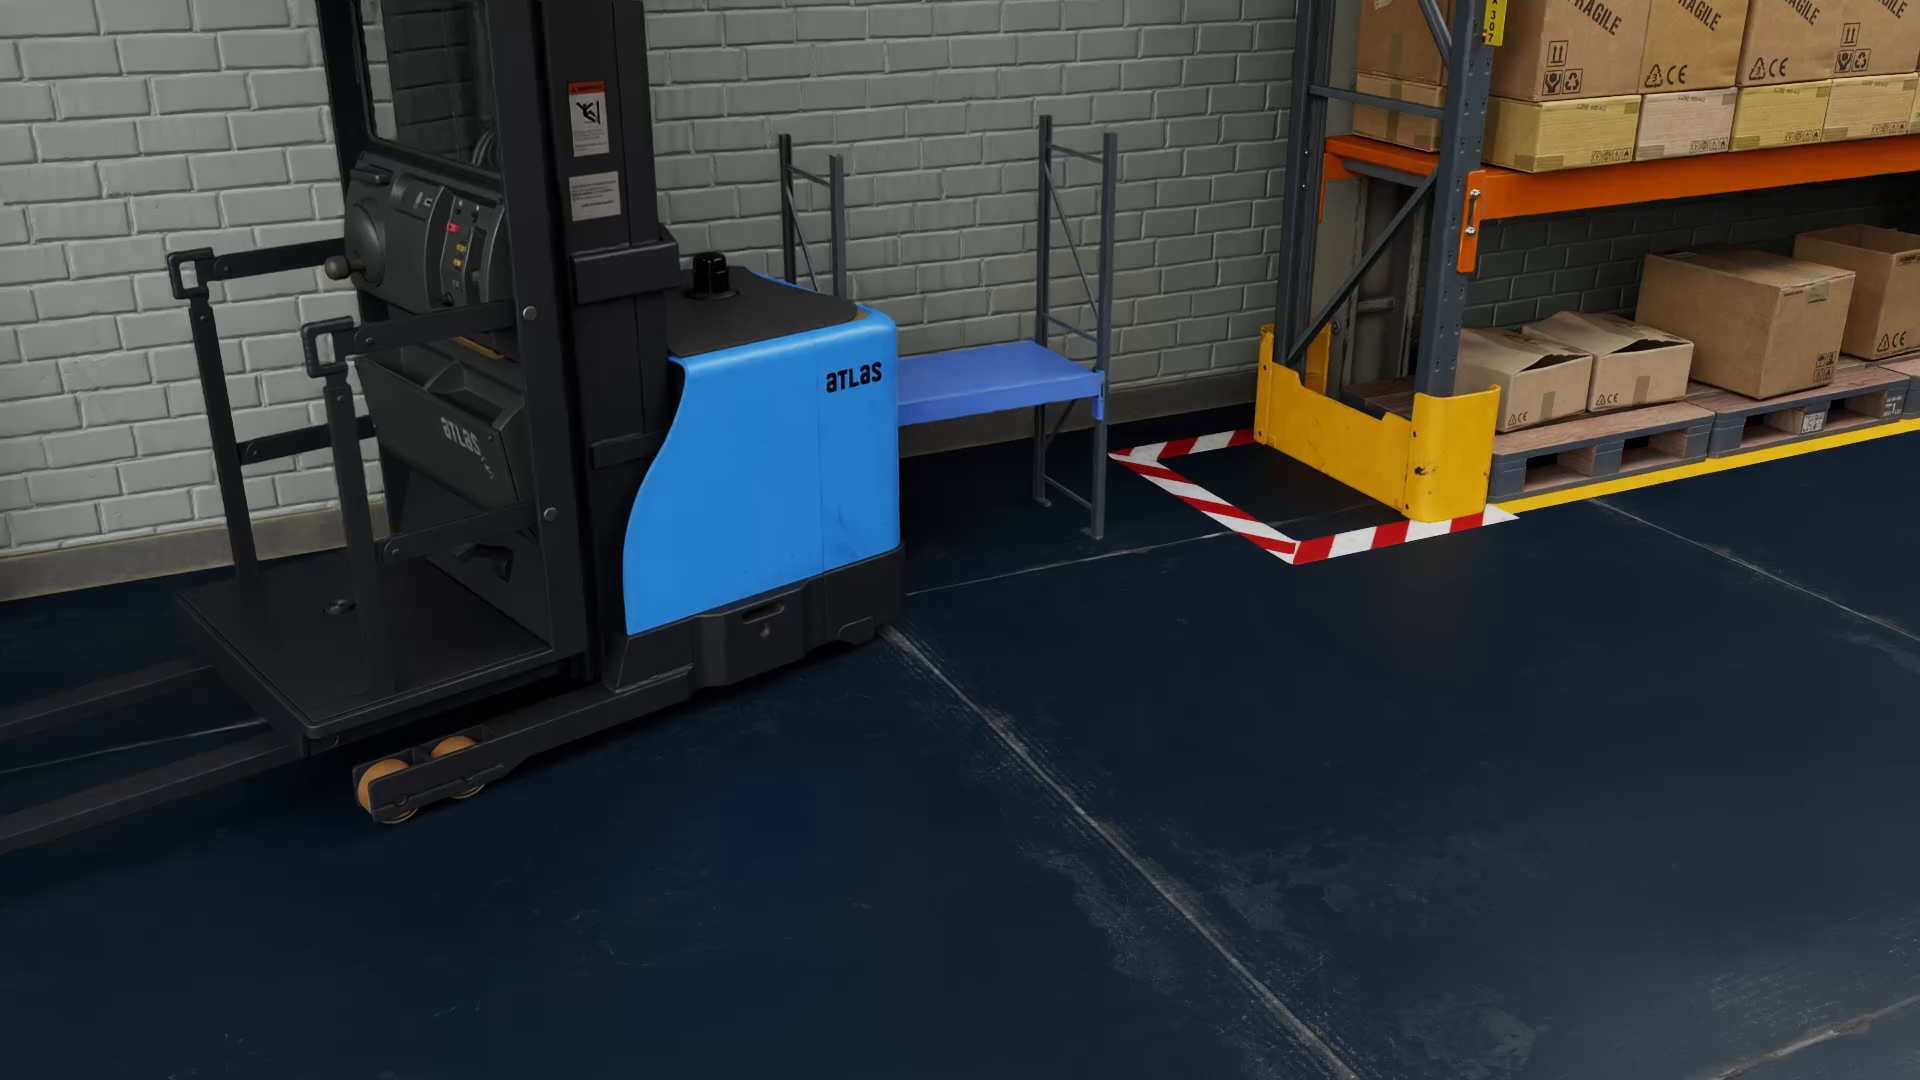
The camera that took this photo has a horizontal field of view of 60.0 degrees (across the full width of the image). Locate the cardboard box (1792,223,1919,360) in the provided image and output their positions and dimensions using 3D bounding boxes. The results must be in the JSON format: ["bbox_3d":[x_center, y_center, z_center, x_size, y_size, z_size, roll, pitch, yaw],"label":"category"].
[{"bbox_3d":[4.298,-1.187,7.888,0.500,0.500,0.500,-12,26,-28],"label":"cardboard box"}]

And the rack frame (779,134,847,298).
[{"bbox_3d":[-0.494,-0.607,5.756,0.032,1.500,0.500,-11,25,-24],"label":"rack frame"}]

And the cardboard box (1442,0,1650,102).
[{"bbox_3d":[2.172,-1.923,6.163,0.500,0.500,0.500,-10,25,-24],"label":"cardboard box"}]

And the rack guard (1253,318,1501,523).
[{"bbox_3d":[1.680,-0.519,6.849,0.348,0.500,1.175,-10,25,-24],"label":"rack guard"}]

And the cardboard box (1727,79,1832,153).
[{"bbox_3d":[3.112,-1.746,6.716,0.500,0.250,0.500,-11,25,-24],"label":"cardboard box"}]

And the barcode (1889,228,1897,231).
[{"bbox_3d":[4.625,-1.514,8.260,0.075,0.075,0.001,-10,25,-24],"label":"barcode"}]

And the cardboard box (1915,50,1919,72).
[{"bbox_3d":[4.018,-2.261,6.980,0.500,0.500,0.500,-11,25,-25],"label":"cardboard box"}]

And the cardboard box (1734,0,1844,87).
[{"bbox_3d":[3.090,-2.085,6.555,0.500,0.500,0.500,-11,25,-25],"label":"cardboard box"}]

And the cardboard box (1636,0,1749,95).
[{"bbox_3d":[2.622,-2.002,6.353,0.500,0.500,0.500,-10,25,-23],"label":"cardboard box"}]

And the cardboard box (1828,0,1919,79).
[{"bbox_3d":[3.550,-2.175,6.771,0.500,0.500,0.500,-10,24,-22],"label":"cardboard box"}]

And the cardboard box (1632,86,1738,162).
[{"bbox_3d":[2.651,-1.663,6.517,0.500,0.250,0.500,-11,25,-25],"label":"cardboard box"}]

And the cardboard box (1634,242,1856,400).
[{"bbox_3d":[3.471,-0.992,7.418,0.500,0.500,0.700,-12,25,-27],"label":"cardboard box"}]

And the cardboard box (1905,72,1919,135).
[{"bbox_3d":[4.022,-1.913,7.119,0.500,0.250,0.500,-11,25,-24],"label":"cardboard box"}]

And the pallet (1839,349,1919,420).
[{"bbox_3d":[4.626,-0.912,8.178,1.213,0.211,1.003,-10,25,-24],"label":"pallet"}]

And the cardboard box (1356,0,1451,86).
[{"bbox_3d":[1.944,-2.099,6.588,0.500,0.500,0.500,-11,25,-24],"label":"cardboard box"}]

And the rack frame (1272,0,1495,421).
[{"bbox_3d":[1.612,-1.661,6.341,0.127,3.000,1.000,-10,25,-24],"label":"rack frame"}]

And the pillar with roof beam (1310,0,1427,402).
[{"bbox_3d":[3.734,-3.363,2.610,0.400,9.000,9.100,-10,25,-24],"label":"pillar with roof beam"}]

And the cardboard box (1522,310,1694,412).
[{"bbox_3d":[2.788,-0.800,7.202,0.500,0.311,0.500,-8,24,-19],"label":"cardboard box"}]

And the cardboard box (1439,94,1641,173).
[{"bbox_3d":[2.189,-1.572,6.297,0.500,0.250,0.500,-11,25,-25],"label":"cardboard box"}]

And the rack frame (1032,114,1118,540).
[{"bbox_3d":[0.416,-0.781,6.175,0.032,1.500,0.500,-11,25,-24],"label":"rack frame"}]

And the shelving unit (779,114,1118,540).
[{"bbox_3d":[-0.039,-0.694,5.965,1.048,1.500,0.538,-11,25,-24],"label":"shelving unit"}]

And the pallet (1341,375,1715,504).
[{"bbox_3d":[2.427,-0.508,7.201,1.213,0.211,1.003,-10,25,-24],"label":"pallet"}]

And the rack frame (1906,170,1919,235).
[{"bbox_3d":[5.216,-2.324,7.944,0.127,3.000,1.000,-10,25,-24],"label":"rack frame"}]

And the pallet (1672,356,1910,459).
[{"bbox_3d":[3.525,-0.709,7.686,1.213,0.211,1.003,-10,25,-24],"label":"pallet"}]

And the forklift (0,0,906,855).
[{"bbox_3d":[-1.626,-0.826,4.414,3.031,2.935,1.130,-18,29,-37],"label":"forklift"}]

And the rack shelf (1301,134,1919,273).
[{"bbox_3d":[3.414,-1.660,7.280,4.000,0.370,1.077,-10,25,-24],"label":"rack shelf"}]

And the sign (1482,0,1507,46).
[{"bbox_3d":[1.847,-1.874,5.723,0.005,0.325,0.100,-10,25,-24],"label":"sign"}]

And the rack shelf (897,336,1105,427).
[{"bbox_3d":[-0.039,-0.528,6.034,1.000,0.185,0.538,-11,25,-24],"label":"rack shelf"}]

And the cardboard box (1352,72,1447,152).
[{"bbox_3d":[1.949,-1.745,6.714,0.500,0.250,0.500,-10,25,-23],"label":"cardboard box"}]

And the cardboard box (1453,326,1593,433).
[{"bbox_3d":[2.274,-0.706,6.973,0.500,0.311,0.500,-14,26,-30],"label":"cardboard box"}]

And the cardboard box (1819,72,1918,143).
[{"bbox_3d":[3.569,-1.829,6.917,0.500,0.250,0.500,-10,25,-23],"label":"cardboard box"}]
